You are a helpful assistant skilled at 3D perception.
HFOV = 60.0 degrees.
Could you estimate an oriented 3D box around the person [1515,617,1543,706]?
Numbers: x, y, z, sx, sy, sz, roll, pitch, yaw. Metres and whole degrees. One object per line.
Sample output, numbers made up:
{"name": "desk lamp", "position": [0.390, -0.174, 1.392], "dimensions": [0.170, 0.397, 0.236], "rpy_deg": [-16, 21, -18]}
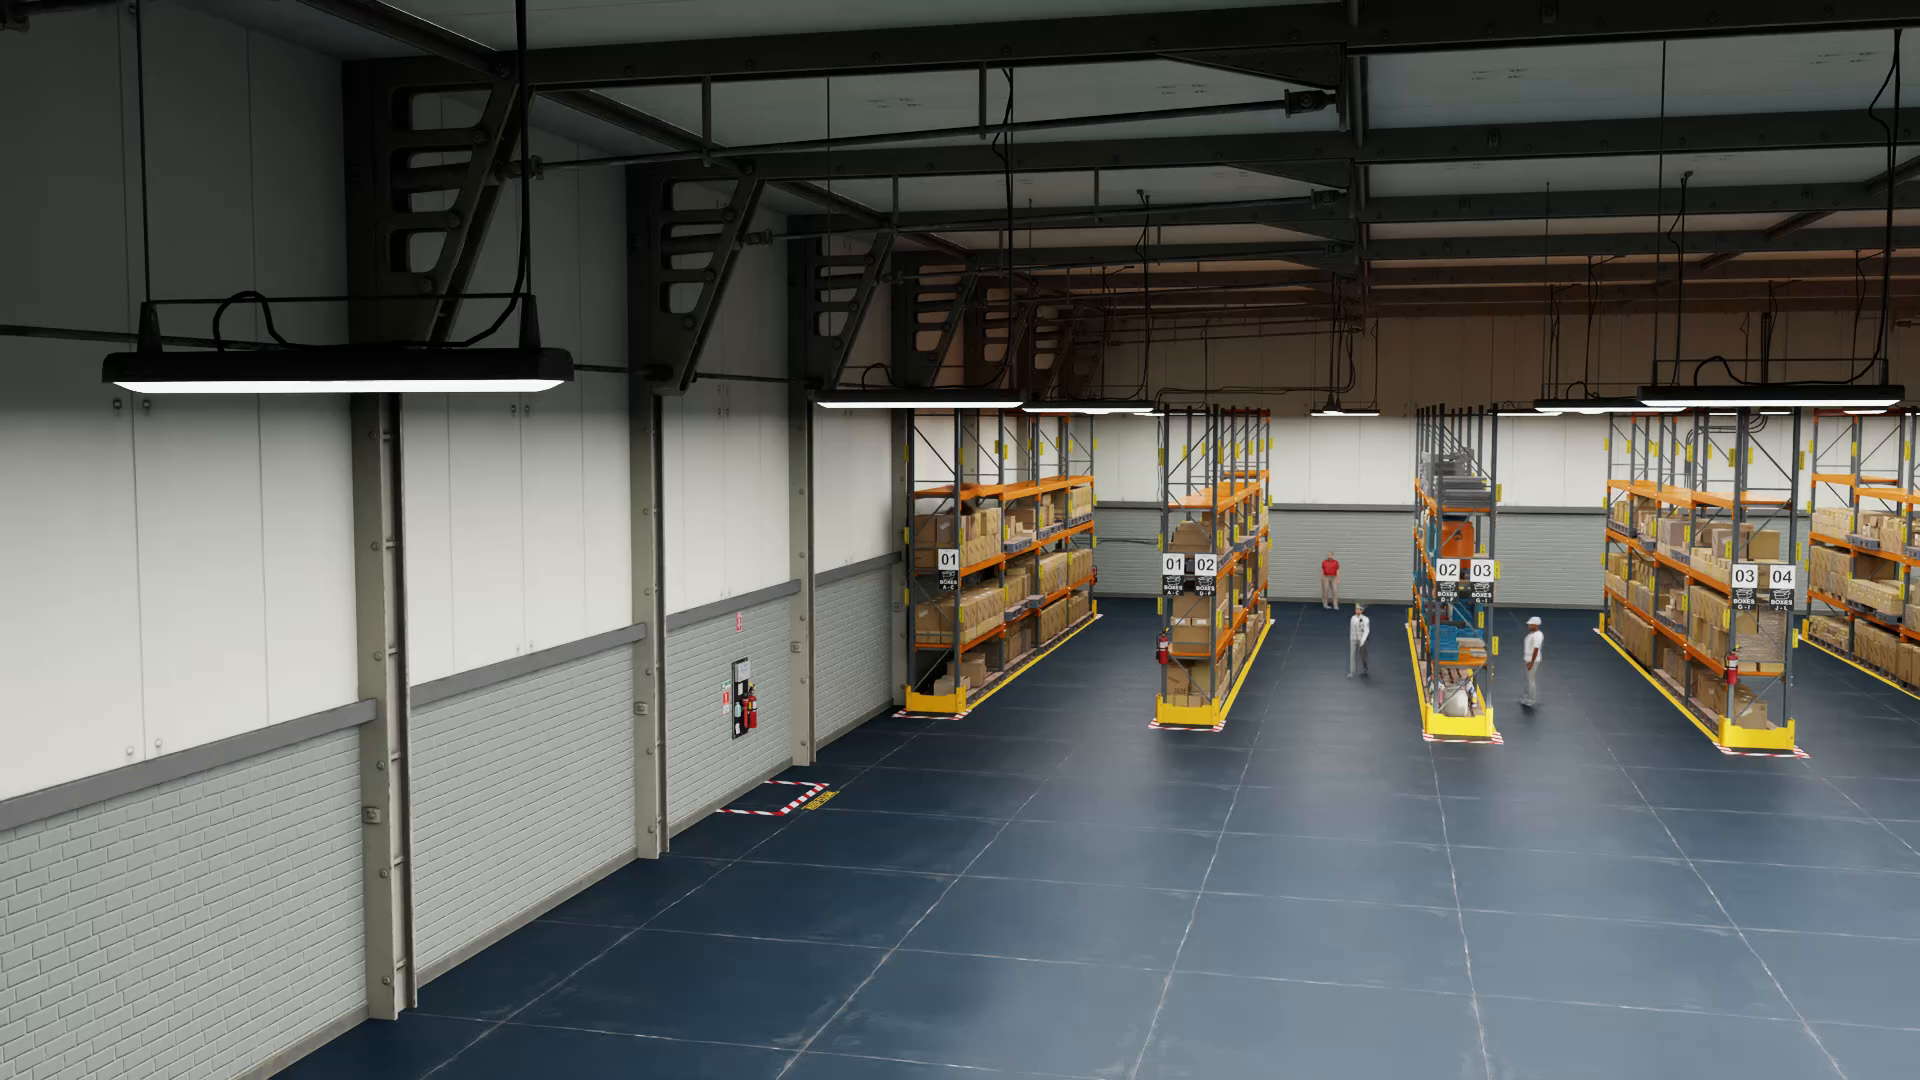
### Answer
{"name": "person", "position": [11.387, 2.418, 33.286], "dimensions": [0.529, 1.772, 0.577], "rpy_deg": [2, 4, 22]}

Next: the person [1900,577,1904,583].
{"name": "person", "position": [24.441, 1.733, 43.275], "dimensions": [1.012, 1.624, 0.531], "rpy_deg": [3, 5, 40]}

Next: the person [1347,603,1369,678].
{"name": "person", "position": [8.838, 2.210, 36.873], "dimensions": [0.485, 1.635, 1.034], "rpy_deg": [2, 5, 26]}

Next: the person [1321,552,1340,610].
{"name": "person", "position": [11.189, 1.223, 50.163], "dimensions": [0.544, 1.731, 0.635], "rpy_deg": [0, 4, 0]}
